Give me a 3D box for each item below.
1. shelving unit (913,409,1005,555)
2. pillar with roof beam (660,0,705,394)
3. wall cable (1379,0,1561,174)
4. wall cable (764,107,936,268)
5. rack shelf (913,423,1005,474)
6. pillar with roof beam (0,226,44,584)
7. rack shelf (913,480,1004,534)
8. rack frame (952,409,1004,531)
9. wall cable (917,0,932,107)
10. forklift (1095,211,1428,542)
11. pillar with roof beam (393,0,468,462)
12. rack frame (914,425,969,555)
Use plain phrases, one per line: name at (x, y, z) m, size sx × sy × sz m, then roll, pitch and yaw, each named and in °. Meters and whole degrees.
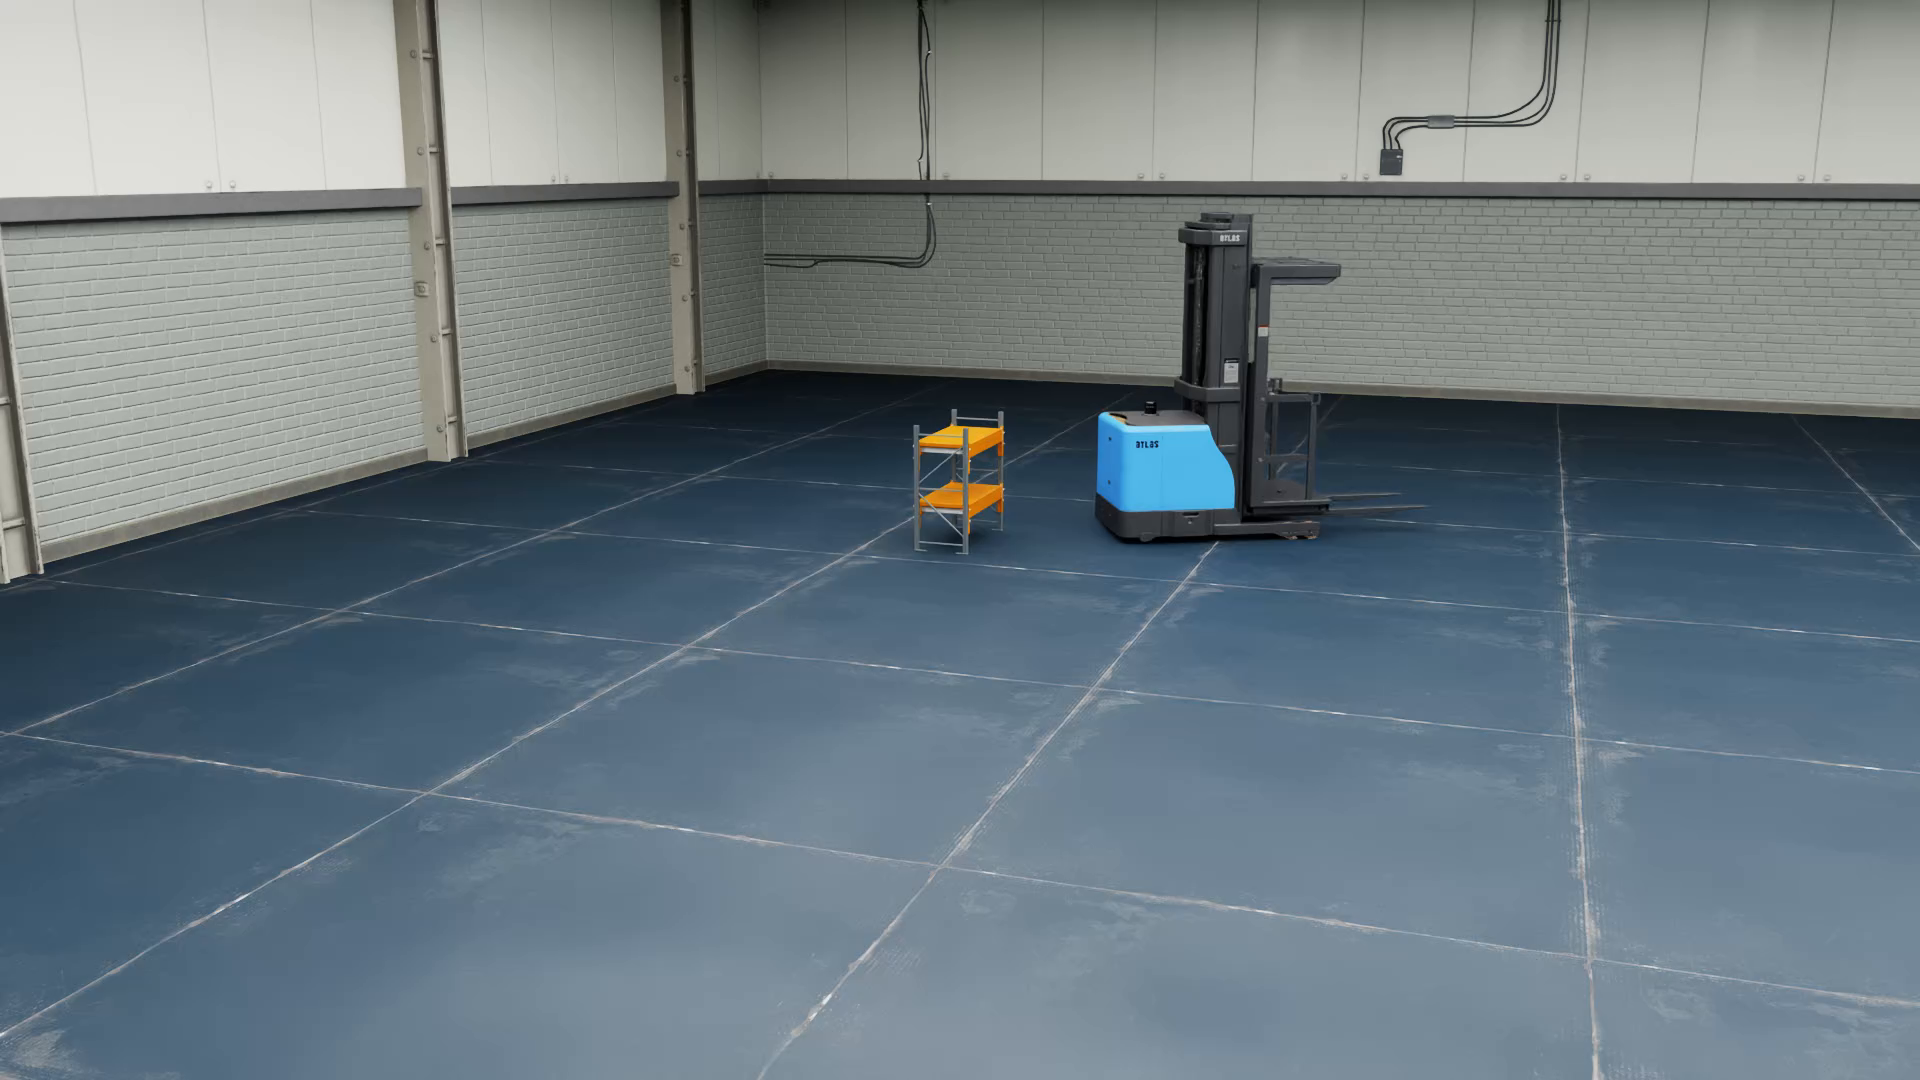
shelving unit at (-0.002, -0.547, 15.119) m, size 0.538 × 1.125 × 1.048 m, roll 4°, pitch 14°, yaw 18°
pillar with roof beam at (0.019, -6.297, 22.617) m, size 9.100 × 9.000 × 0.400 m, roll 4°, pitch 14°, yaw 18°
wall cable at (7.128, -8.103, 22.887) m, size 2.305 × 6.003 × 0.169 m, roll 4°, pitch 14°, yaw 18°
wall cable at (-1.850, -5.618, 26.621) m, size 3.097 × 2.526 × 0.112 m, roll 4°, pitch 14°, yaw 18°
rack shelf at (-0.002, -0.832, 15.053) m, size 0.538 × 0.278 × 1.000 m, roll 4°, pitch 14°, yaw 18°
pillar with roof beam at (-3.864, -3.770, 11.547) m, size 9.100 × 9.000 × 0.400 m, roll 4°, pitch 14°, yaw 18°
rack shelf at (-0.002, -0.309, 15.173) m, size 0.538 × 0.278 × 1.000 m, roll 4°, pitch 14°, yaw 18°
rack frame at (0.162, -0.654, 15.588) m, size 0.500 × 1.125 × 0.032 m, roll 4°, pitch 14°, yaw 18°
wall cable at (0.710, -7.886, 25.205) m, size 3.097 × 2.526 × 0.112 m, roll 4°, pitch 14°, yaw 18°
forklift at (2.858, -1.545, 15.433) m, size 3.031 × 2.935 × 1.130 m, roll -2°, pitch 13°, yaw -9°
pillar with roof beam at (-1.922, -5.034, 17.082) m, size 9.100 × 9.000 × 0.400 m, roll 4°, pitch 14°, yaw 18°
rack frame at (-0.167, -0.440, 14.650) m, size 0.500 × 1.125 × 0.032 m, roll 4°, pitch 14°, yaw 18°
